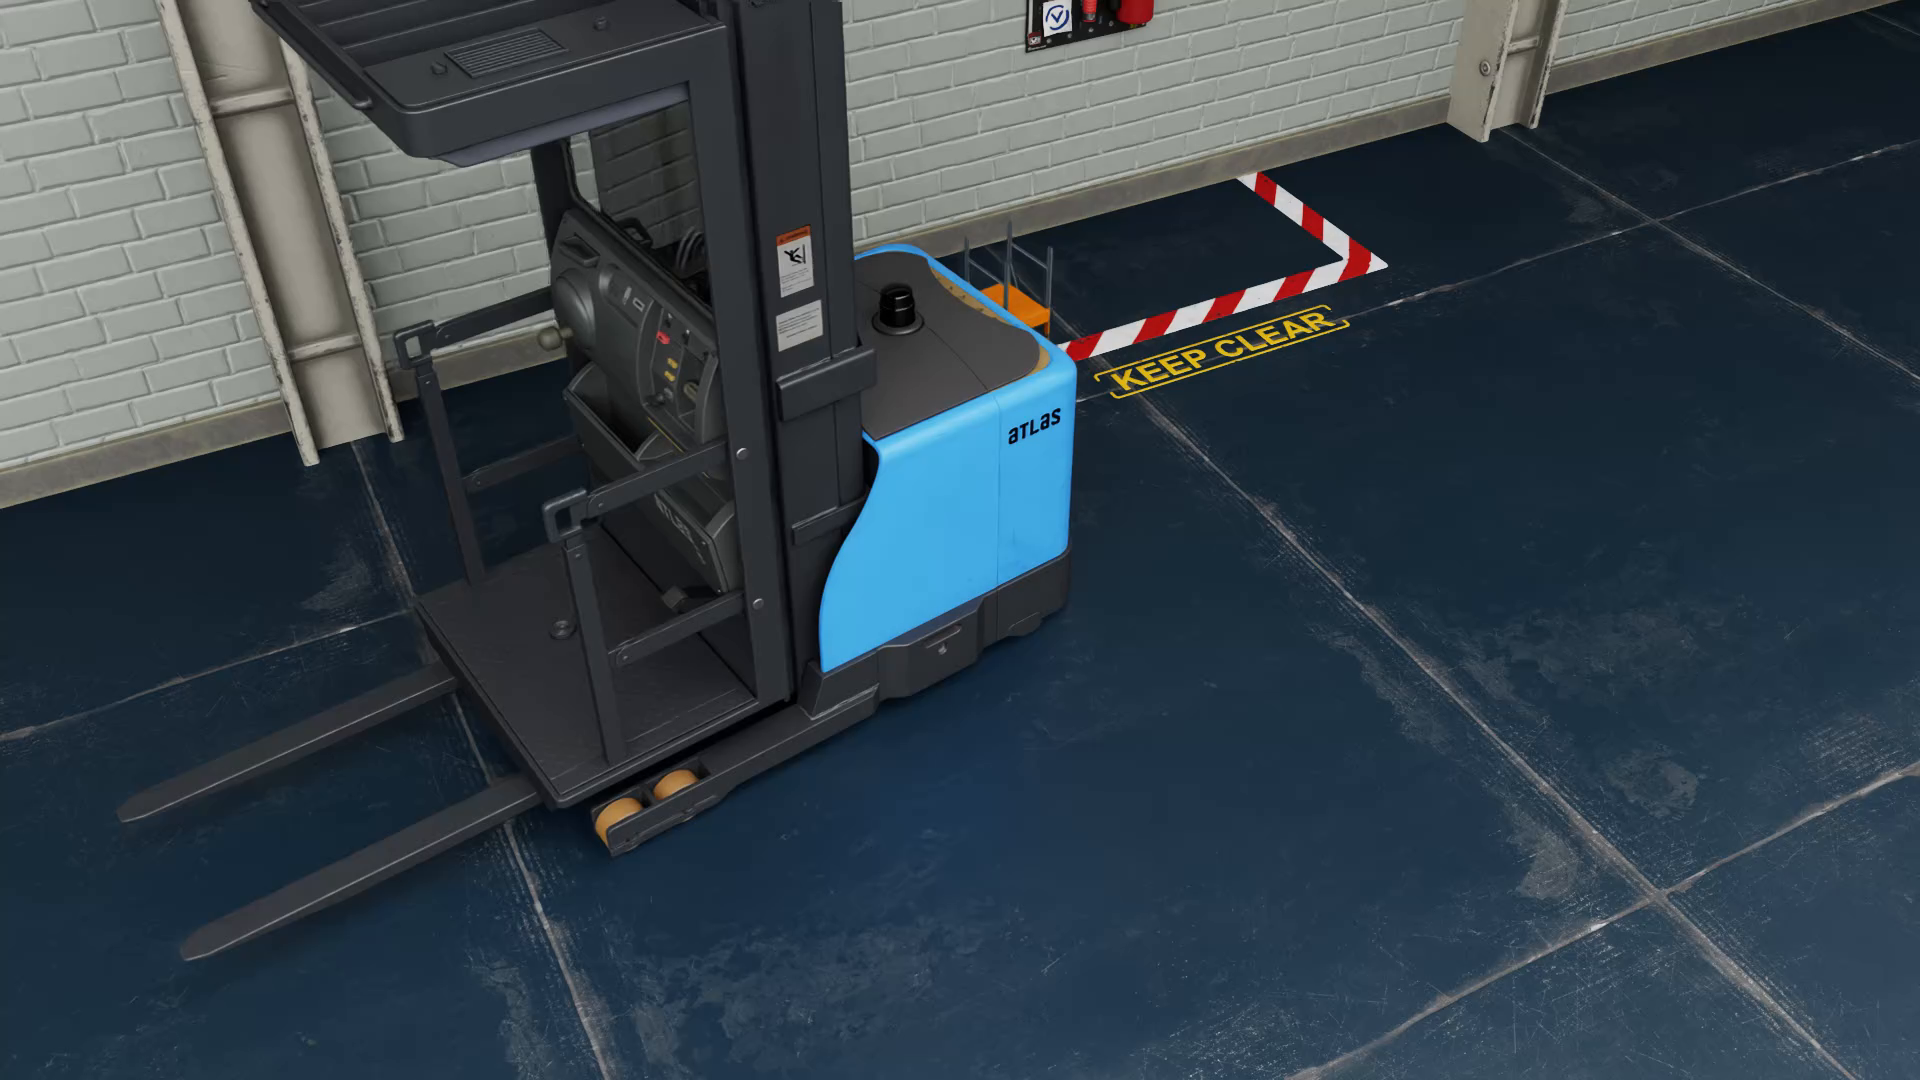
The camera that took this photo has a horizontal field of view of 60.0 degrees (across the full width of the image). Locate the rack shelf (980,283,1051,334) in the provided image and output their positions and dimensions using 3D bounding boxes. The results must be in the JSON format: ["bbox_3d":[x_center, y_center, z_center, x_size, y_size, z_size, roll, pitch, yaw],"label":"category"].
[{"bbox_3d":[0.162,-0.781,5.755,0.180,0.103,0.258,-25,46,-27],"label":"rack shelf"}]

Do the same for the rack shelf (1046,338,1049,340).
[{"bbox_3d":[0.162,-0.689,5.833,0.180,0.103,0.258,-25,46,-27],"label":"rack shelf"}]

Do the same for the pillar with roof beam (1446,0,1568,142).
[{"bbox_3d":[4.819,-3.196,3.061,0.400,9.000,9.100,-19,44,-21],"label":"pillar with roof beam"}]

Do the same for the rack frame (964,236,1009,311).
[{"bbox_3d":[0.088,-0.505,5.918,0.006,1.200,0.240,-25,46,-27],"label":"rack frame"}]

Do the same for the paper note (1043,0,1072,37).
[{"bbox_3d":[0.432,-2.308,7.337,0.142,0.148,0.016,-19,44,-21],"label":"paper note"}]

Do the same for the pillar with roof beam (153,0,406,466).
[{"bbox_3d":[-0.502,-1.405,0.945,0.400,9.000,9.100,-19,44,-21],"label":"pillar with roof beam"}]

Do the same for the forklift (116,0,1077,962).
[{"bbox_3d":[-1.099,-0.551,4.632,3.031,2.935,1.130,-25,46,-27],"label":"forklift"}]

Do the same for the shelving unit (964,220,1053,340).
[{"bbox_3d":[0.162,-0.540,5.959,0.189,1.200,0.258,-25,46,-27],"label":"shelving unit"}]

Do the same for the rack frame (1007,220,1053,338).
[{"bbox_3d":[0.236,-0.575,6.001,0.006,1.200,0.240,-25,46,-27],"label":"rack frame"}]

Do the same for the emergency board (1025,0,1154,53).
[{"bbox_3d":[0.621,-2.658,7.068,0.643,1.169,0.194,-19,44,-21],"label":"emergency board"}]
